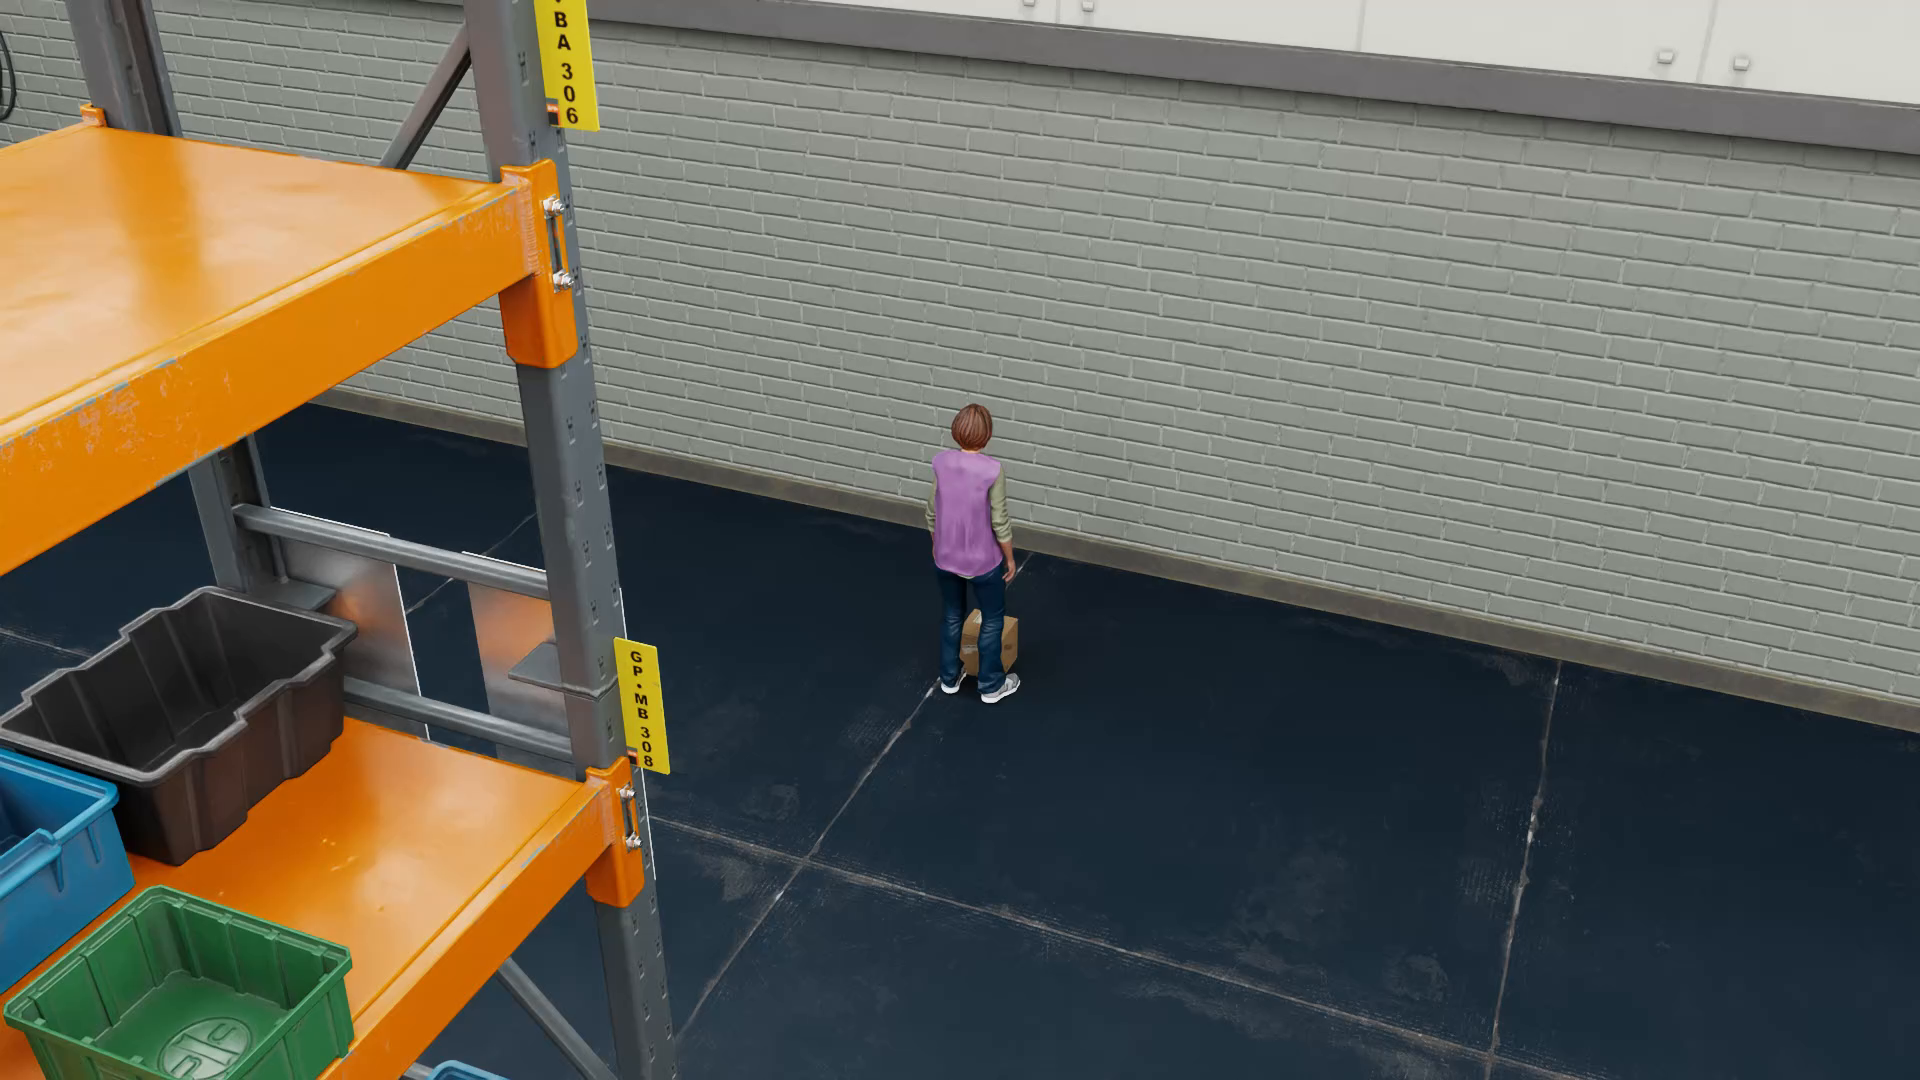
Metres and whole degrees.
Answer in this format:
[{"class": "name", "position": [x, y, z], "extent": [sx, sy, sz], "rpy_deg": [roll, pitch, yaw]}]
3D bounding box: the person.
[{"class": "person", "position": [0.050, 0.084, 8.251], "extent": [0.460, 1.593, 0.344], "rpy_deg": [14, 33, 22]}]
